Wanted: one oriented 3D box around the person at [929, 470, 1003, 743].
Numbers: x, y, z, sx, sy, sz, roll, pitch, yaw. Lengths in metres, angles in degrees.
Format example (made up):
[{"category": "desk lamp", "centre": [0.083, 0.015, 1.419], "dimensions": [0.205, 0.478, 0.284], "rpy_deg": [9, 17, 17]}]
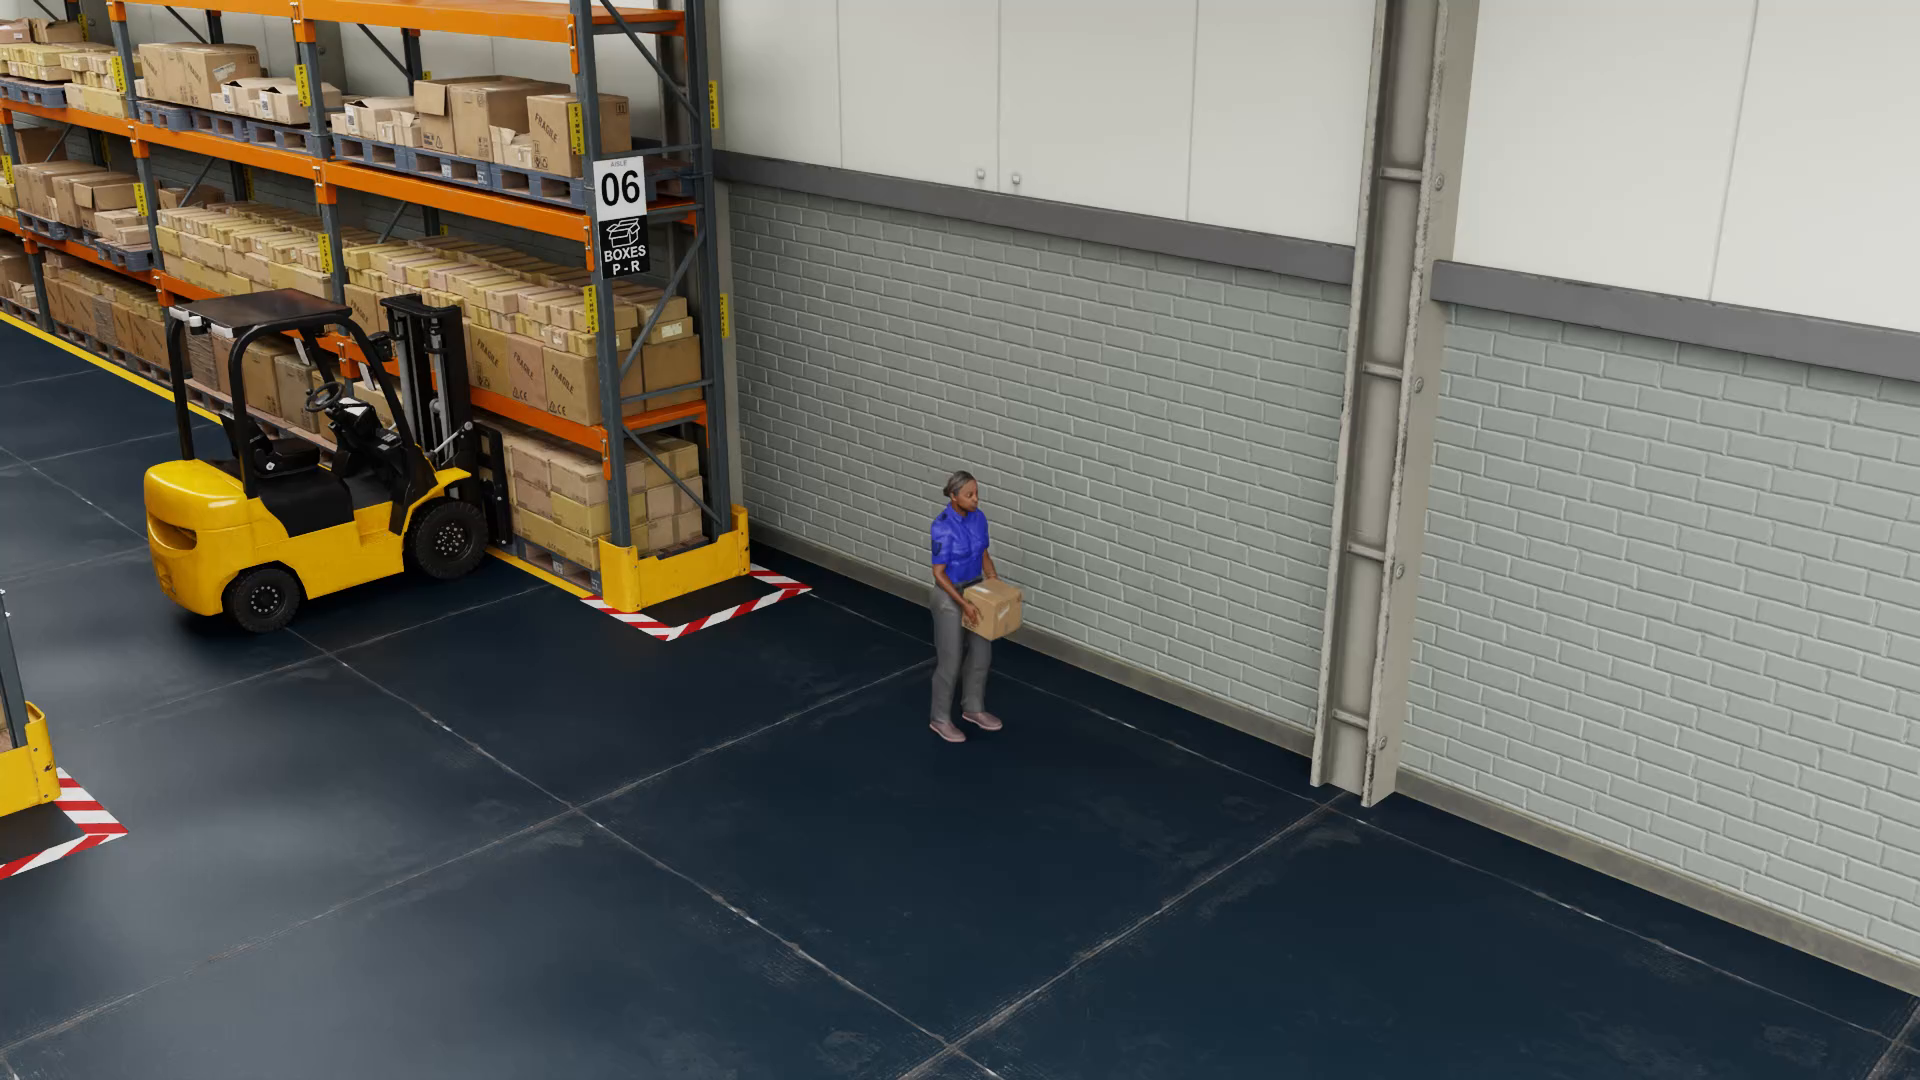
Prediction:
[{"category": "person", "centre": [0.052, 0.387, 10.051], "dimensions": [0.431, 1.662, 0.474], "rpy_deg": [19, 28, 40]}]
